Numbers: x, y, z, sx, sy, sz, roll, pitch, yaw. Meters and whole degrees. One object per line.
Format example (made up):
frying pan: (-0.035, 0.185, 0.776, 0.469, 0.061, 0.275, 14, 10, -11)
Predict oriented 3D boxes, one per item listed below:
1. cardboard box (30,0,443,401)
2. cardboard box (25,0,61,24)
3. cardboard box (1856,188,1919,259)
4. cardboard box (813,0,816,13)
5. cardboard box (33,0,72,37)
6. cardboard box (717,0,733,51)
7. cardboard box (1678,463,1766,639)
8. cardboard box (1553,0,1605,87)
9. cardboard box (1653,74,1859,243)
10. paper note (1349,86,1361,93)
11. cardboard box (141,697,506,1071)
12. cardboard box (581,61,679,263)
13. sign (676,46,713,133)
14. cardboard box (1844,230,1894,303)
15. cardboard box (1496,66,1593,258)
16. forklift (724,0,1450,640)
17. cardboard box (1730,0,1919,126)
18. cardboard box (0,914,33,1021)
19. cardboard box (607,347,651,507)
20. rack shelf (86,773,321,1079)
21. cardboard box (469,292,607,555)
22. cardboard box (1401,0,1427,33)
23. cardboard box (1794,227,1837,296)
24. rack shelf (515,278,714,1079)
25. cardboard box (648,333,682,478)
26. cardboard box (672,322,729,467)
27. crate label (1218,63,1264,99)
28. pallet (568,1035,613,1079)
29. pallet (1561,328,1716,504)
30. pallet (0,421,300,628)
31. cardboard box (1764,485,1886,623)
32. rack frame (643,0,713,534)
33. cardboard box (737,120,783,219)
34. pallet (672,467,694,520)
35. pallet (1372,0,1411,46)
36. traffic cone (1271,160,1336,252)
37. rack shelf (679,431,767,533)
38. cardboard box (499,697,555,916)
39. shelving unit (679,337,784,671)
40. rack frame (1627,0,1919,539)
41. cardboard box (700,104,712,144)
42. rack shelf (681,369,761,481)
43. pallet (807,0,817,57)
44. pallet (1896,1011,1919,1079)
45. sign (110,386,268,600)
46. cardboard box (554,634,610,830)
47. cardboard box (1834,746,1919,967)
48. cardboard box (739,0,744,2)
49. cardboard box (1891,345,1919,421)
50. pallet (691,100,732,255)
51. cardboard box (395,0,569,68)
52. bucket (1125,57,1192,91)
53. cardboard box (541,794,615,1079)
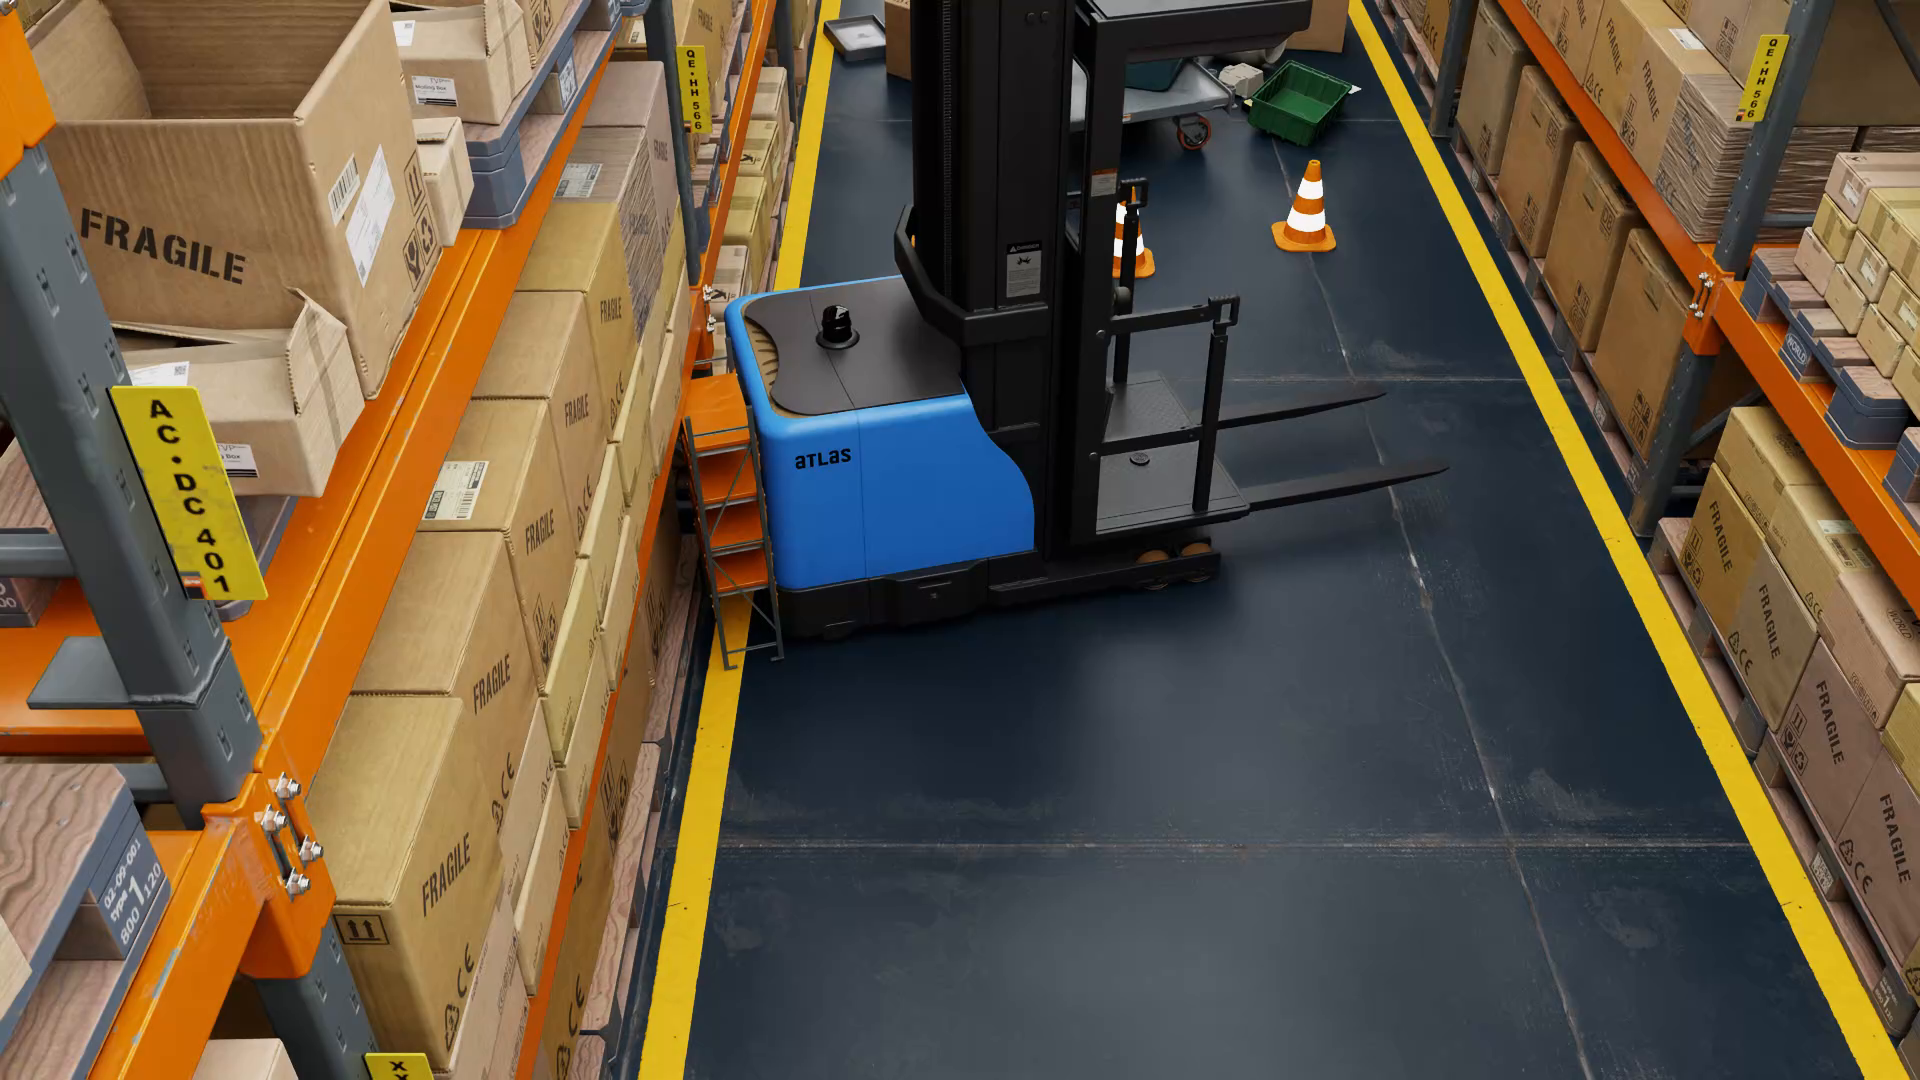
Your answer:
cardboard box: (-1.207, -0.572, 2.750, 0.500, 0.500, 0.500, -1, 39, -1)
cardboard box: (-6.163, -3.547, 10.741, 0.500, 0.250, 0.500, 0, 39, 0)
cardboard box: (3.259, -1.056, 5.558, 0.380, 0.149, 0.250, -1, 39, -1)
cardboard box: (-1.251, -3.775, 11.425, 0.500, 0.250, 0.500, -1, 39, -1)
cardboard box: (-6.154, -3.355, 10.901, 0.500, 0.250, 0.500, -1, 39, -1)
cardboard box: (-1.284, -2.407, 7.201, 0.500, 0.500, 0.500, 1, 39, 1)
cardboard box: (3.195, 0.039, 6.466, 0.500, 0.500, 0.500, -2, 39, -2)
cardboard box: (3.176, -2.481, 7.867, 0.500, 0.500, 0.500, 1, 39, 1)
cardboard box: (3.180, -1.536, 6.688, 0.500, 0.500, 0.500, 0, 39, 0)
paper note: (2.539, -2.978, 10.941, 0.147, 0.020, 0.142, -28, 46, -30)
cardboard box: (-1.209, 0.649, 3.163, 0.500, 0.500, 0.500, 0, 39, 0)
cardboard box: (-1.238, -1.254, 5.537, 0.500, 0.500, 0.500, -1, 39, -1)
sign: (-0.945, -1.603, 5.925, 0.100, 0.325, 0.005, 0, 39, 0)
cardboard box: (3.252, -0.925, 5.633, 0.380, 0.149, 0.250, 2, 39, 2)
cardboard box: (3.533, -2.011, 8.824, 1.050, 0.750, 0.750, 0, 39, 0)
forklift: (0.602, -1.245, 6.460, 3.031, 2.935, 1.130, -10, 40, -12)
cardboard box: (3.459, -1.925, 6.374, 0.700, 0.500, 0.500, 0, 39, 0)
cardboard box: (-1.175, 0.431, 1.606, 0.396, 0.266, 0.258, 1, 39, 1)
cardboard box: (-1.221, -0.341, 4.997, 0.500, 0.250, 0.500, -1, 39, -1)
rack shelf: (-1.494, 1.714, 0.889, 1.077, 0.370, 4.000, 0, 39, 0)
cardboard box: (-1.242, -0.306, 4.354, 0.500, 0.500, 0.500, -1, 39, -1)
cardboard box: (3.509, -4.008, 11.216, 0.875, 0.875, 0.875, 0, 39, 0)
cardboard box: (3.248, -1.001, 5.965, 0.380, 0.149, 0.250, -1, 39, -1)
rack shelf: (-1.498, 0.383, 4.949, 1.077, 0.370, 4.000, 0, 39, 0)
cardboard box: (-1.224, -0.454, 5.538, 0.500, 0.250, 0.500, 1, 39, 1)
cardboard box: (-1.491, -0.640, 7.416, 0.950, 0.372, 0.625, -2, 39, -3)
crate label: (1.842, -3.016, 10.904, 0.298, 0.136, 0.250, -28, 46, -30)
pallet: (-1.572, 1.959, 4.637, 1.003, 0.211, 1.213, 0, 39, 0)
pallet: (3.524, -0.620, 7.855, 1.003, 0.211, 1.213, 0, 39, 0)
pallet: (-1.546, -0.316, 3.000, 0.805, 0.209, 1.217, -1, 39, -2)
cardboard box: (3.209, 0.052, 5.849, 0.500, 0.250, 0.500, 0, 39, -1)
rack frame: (-1.500, -1.148, 6.284, 1.000, 3.000, 0.127, 0, 39, 0)
cardboard box: (-1.498, -2.011, 9.126, 0.950, 0.372, 0.625, 2, 39, 3)
pallet: (-1.500, -0.549, 7.766, 1.003, 0.211, 1.213, 0, 39, 0)
pallet: (3.518, -3.869, 11.909, 1.003, 0.211, 1.213, 0, 39, 0)
traffic cone: (1.936, -1.887, 9.234, 0.336, 0.463, 0.334, 0, 39, 0)
rack shelf: (-0.905, -0.247, 6.336, 0.258, 0.148, 0.480, -11, 39, -11)
cardboard box: (-1.243, 0.615, 3.804, 0.500, 0.250, 0.500, 1, 39, 1)
shelving unit: (-0.900, -0.124, 6.432, 0.258, 1.200, 0.503, -11, 39, -11)
rack frame: (3.449, -1.215, 6.368, 1.000, 3.000, 0.127, 0, 39, 0)
cardboard box: (-1.236, -1.765, 6.919, 0.380, 0.149, 0.250, -2, 39, -3)
rack shelf: (-0.912, -0.433, 6.190, 0.258, 0.148, 0.480, -11, 39, -11)
pallet: (-1.545, -3.746, 11.756, 1.003, 0.211, 1.213, 0, 39, 0)
pallet: (3.452, 1.888, 4.726, 1.003, 0.211, 1.213, 0, 39, 0)
sign: (-0.941, -0.051, 2.040, 0.100, 0.325, 0.005, 0, 39, 0)
cardboard box: (-1.219, 0.492, 4.357, 0.500, 0.250, 0.500, 0, 39, 0)
cardboard box: (3.205, 0.994, 5.274, 0.500, 0.500, 0.500, -1, 39, -1)
cardboard box: (-1.242, -2.756, 8.155, 0.380, 0.149, 0.250, 0, 39, 0)
cardboard box: (3.251, -0.496, 5.335, 0.380, 0.149, 0.250, 2, 39, 2)
pallet: (-1.608, -1.519, 6.900, 1.213, 0.211, 1.003, 0, 39, 0)
cardboard box: (-1.208, -1.420, 3.809, 0.500, 0.500, 0.500, 0, 39, 0)
bucket: (1.139, -3.116, 10.141, 0.726, 0.611, 0.620, 13, 50, 15)
cardboard box: (-1.585, 1.066, 4.885, 0.875, 0.875, 0.875, 1, 39, 1)
